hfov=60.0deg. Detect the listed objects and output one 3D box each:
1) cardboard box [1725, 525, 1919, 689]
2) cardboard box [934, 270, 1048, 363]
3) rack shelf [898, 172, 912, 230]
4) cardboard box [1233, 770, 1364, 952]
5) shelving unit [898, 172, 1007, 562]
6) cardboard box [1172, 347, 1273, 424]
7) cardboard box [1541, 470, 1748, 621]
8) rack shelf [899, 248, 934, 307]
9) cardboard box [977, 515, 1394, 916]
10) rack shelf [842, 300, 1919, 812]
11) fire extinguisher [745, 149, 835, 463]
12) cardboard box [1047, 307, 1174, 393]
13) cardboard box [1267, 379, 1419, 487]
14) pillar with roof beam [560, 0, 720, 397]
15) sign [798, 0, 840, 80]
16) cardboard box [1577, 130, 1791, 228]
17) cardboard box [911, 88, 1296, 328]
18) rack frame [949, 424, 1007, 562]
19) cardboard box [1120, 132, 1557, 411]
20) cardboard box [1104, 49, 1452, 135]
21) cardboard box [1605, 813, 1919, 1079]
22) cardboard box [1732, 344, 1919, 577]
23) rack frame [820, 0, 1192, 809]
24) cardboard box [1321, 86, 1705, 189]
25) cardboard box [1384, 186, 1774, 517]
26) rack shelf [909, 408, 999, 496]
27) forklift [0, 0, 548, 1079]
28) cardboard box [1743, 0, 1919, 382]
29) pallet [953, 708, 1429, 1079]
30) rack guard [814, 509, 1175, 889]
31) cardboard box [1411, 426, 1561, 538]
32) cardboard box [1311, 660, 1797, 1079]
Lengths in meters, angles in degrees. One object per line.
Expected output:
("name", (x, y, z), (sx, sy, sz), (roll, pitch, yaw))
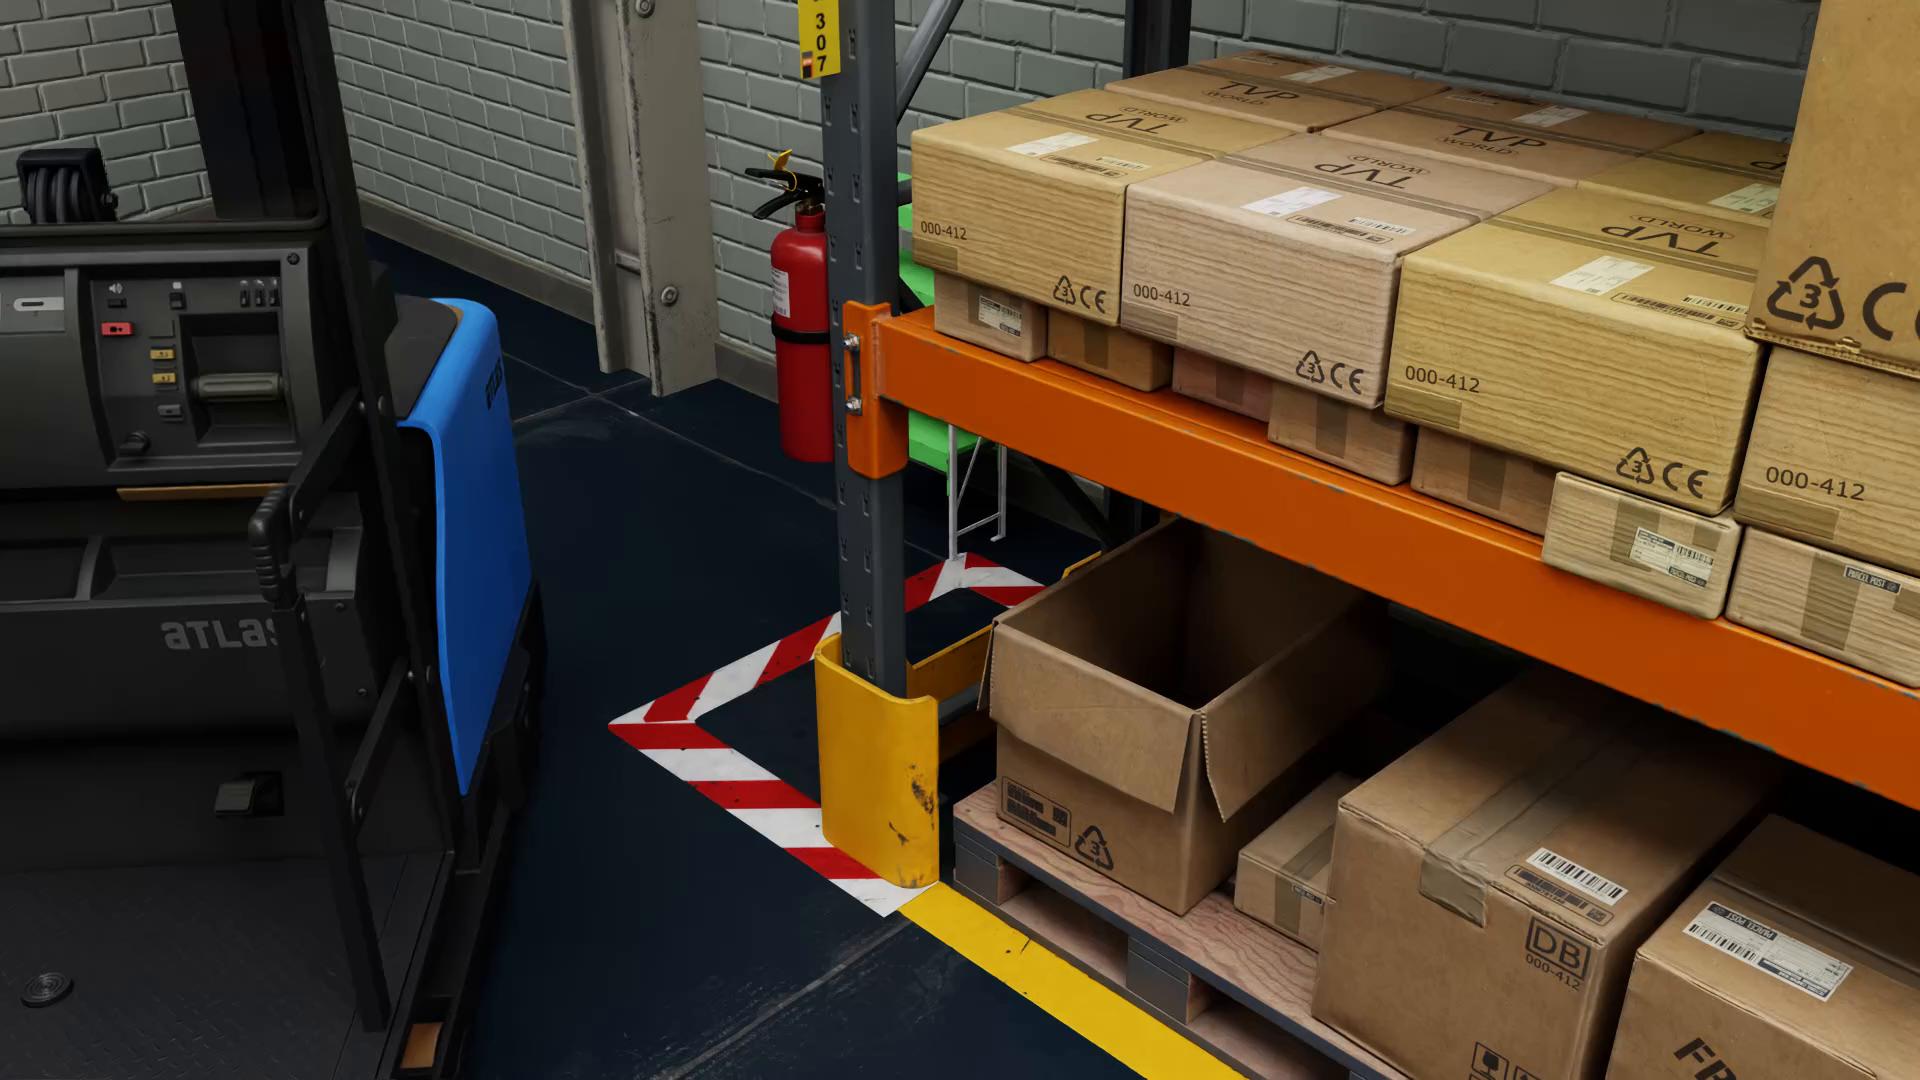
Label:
("cardboard box", (1.253, 0.023, 2.253), (0.380, 0.149, 0.250), (-24, 36, -38))
("cardboard box", (0.167, -0.493, 3.234), (0.250, 0.149, 0.380), (24, 36, 38))
("rack shelf", (-0.118, -0.953, 4.880), (0.480, 0.148, 0.258), (25, 36, 38))
("cardboard box", (0.771, 0.656, 3.391), (0.250, 0.149, 0.380), (23, 35, 37))
("shelving unit", (-0.118, -0.585, 5.074), (0.503, 1.200, 0.258), (25, 36, 38))
("cardboard box", (0.593, -0.351, 2.964), (0.250, 0.149, 0.380), (24, 36, 38))
("cardboard box", (1.051, -0.056, 2.403), (0.250, 0.149, 0.380), (23, 36, 37))
("rack shelf", (-0.118, -0.741, 4.992), (0.480, 0.148, 0.258), (25, 36, 38))
("cardboard box", (0.495, 0.348, 3.597), (0.637, 0.503, 0.797), (23, 35, 37))
("rack shelf", (1.551, 0.169, 2.479), (4.000, 0.370, 1.077), (25, 36, 38))
("fire extinguisher", (-0.304, -0.498, 3.457), (0.183, 0.674, 0.296), (25, 36, 38))
("cardboard box", (0.381, -0.425, 3.105), (0.380, 0.149, 0.250), (-24, 36, -38))
("cardboard box", (0.730, -0.248, 2.769), (0.380, 0.149, 0.250), (-24, 36, -38))
("pillar with roof beam", (-4.184, -3.208, 1.681), (0.400, 9.000, 9.100), (25, 36, 38))
("sign", (-0.255, -1.005, 3.009), (0.005, 0.325, 0.100), (25, 36, 38))
("cardboard box", (1.356, -0.474, 2.769), (0.500, 0.250, 0.500), (-24, 36, -38))
("cardboard box", (0.260, -0.630, 3.067), (0.500, 0.250, 0.500), (25, 37, 39))
("rack frame", (0.056, -0.506, 4.922), (0.015, 1.200, 0.240), (25, 36, 38))
("cardboard box", (0.620, -0.466, 2.754), (0.500, 0.250, 0.500), (-25, 37, -39))
("cardboard box", (0.639, -0.805, 3.400), (0.500, 0.250, 0.500), (-24, 36, -38))
("cardboard box", (1.384, 0.847, 2.651), (0.500, 0.500, 0.500), (-24, 36, -38))
("cardboard box", (1.363, -0.142, 2.138), (0.500, 0.250, 0.500), (23, 36, 37))
("rack frame", (0.125, -0.802, 3.553), (0.127, 3.000, 1.000), (25, 36, 38))
("cardboard box", (1.006, -0.637, 3.080), (0.500, 0.250, 0.500), (25, 36, 39))
("cardboard box", (0.983, -0.301, 2.442), (0.500, 0.250, 0.500), (24, 36, 37))
("rack shelf", (-0.118, -0.316, 5.215), (0.480, 0.148, 0.258), (25, 36, 38))
("forklift", (-1.525, -0.247, 2.571), (1.130, 2.935, 3.031), (-2, 28, -4))
("cardboard box", (1.330, -0.473, 1.962), (0.500, 0.500, 0.500), (-24, 36, -38))
("pallet", (0.749, 0.717, 3.660), (1.213, 0.211, 1.003), (25, 36, 38))
("rack guard", (0.179, 0.329, 4.087), (0.348, 0.500, 1.175), (25, 36, 38))
("cardboard box", (0.924, -0.163, 2.607), (0.380, 0.149, 0.250), (-25, 36, -38))
("cardboard box", (1.077, 0.641, 3.042), (0.700, 0.500, 0.500), (-24, 36, -37))
